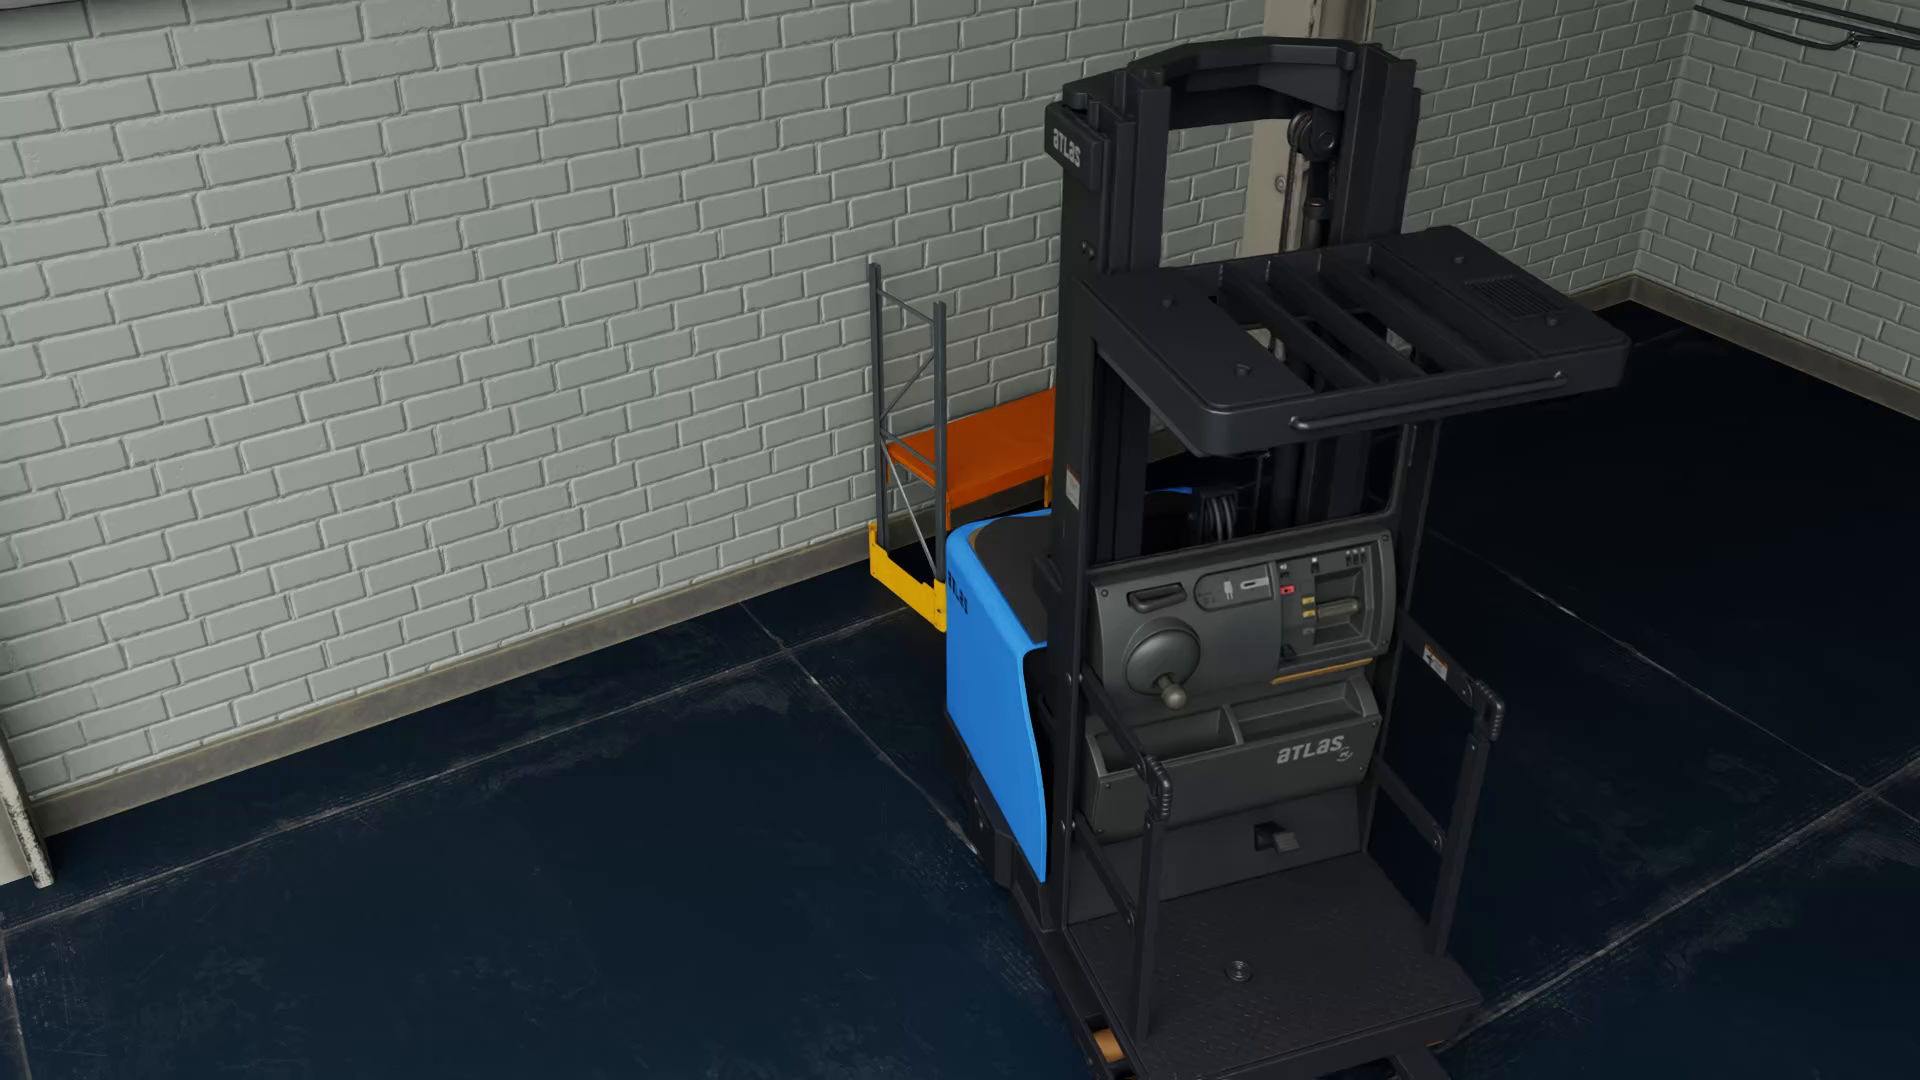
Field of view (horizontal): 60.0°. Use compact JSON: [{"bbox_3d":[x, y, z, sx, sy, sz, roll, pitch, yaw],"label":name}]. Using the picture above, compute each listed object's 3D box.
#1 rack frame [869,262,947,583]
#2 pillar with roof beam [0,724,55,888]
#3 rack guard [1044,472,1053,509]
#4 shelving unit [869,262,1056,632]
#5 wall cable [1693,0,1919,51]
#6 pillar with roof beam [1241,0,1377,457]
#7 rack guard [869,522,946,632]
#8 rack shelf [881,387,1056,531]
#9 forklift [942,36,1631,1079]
[{"bbox_3d":[-0.210,-0.374,6.938,0.032,1.500,0.500,-21,38,-30],"label":"rack frame"},{"bbox_3d":[-1.095,-0.683,0.399,0.400,9.000,9.100,-19,37,-27],"label":"pillar with roof beam"},{"bbox_3d":[0.600,-0.156,7.763,0.087,0.250,0.587,-21,38,-30],"label":"rack guard"},{"bbox_3d":[0.195,-0.530,7.184,1.083,1.500,0.587,-21,38,-30],"label":"shelving unit"},{"bbox_3d":[4.808,-3.294,7.447,0.112,2.526,3.097,-19,37,-27],"label":"wall cable"},{"bbox_3d":[3.948,-2.418,3.148,0.400,9.000,9.100,-19,37,-27],"label":"pillar with roof beam"},{"bbox_3d":[-0.209,0.154,7.272,0.087,0.250,0.587,-21,38,-30],"label":"rack guard"},{"bbox_3d":[0.202,-0.380,7.285,1.000,0.185,0.538,-21,38,-30],"label":"rack shelf"},{"bbox_3d":[0.892,0.278,4.562,1.130,2.935,3.031,-10,34,-16],"label":"forklift"}]
